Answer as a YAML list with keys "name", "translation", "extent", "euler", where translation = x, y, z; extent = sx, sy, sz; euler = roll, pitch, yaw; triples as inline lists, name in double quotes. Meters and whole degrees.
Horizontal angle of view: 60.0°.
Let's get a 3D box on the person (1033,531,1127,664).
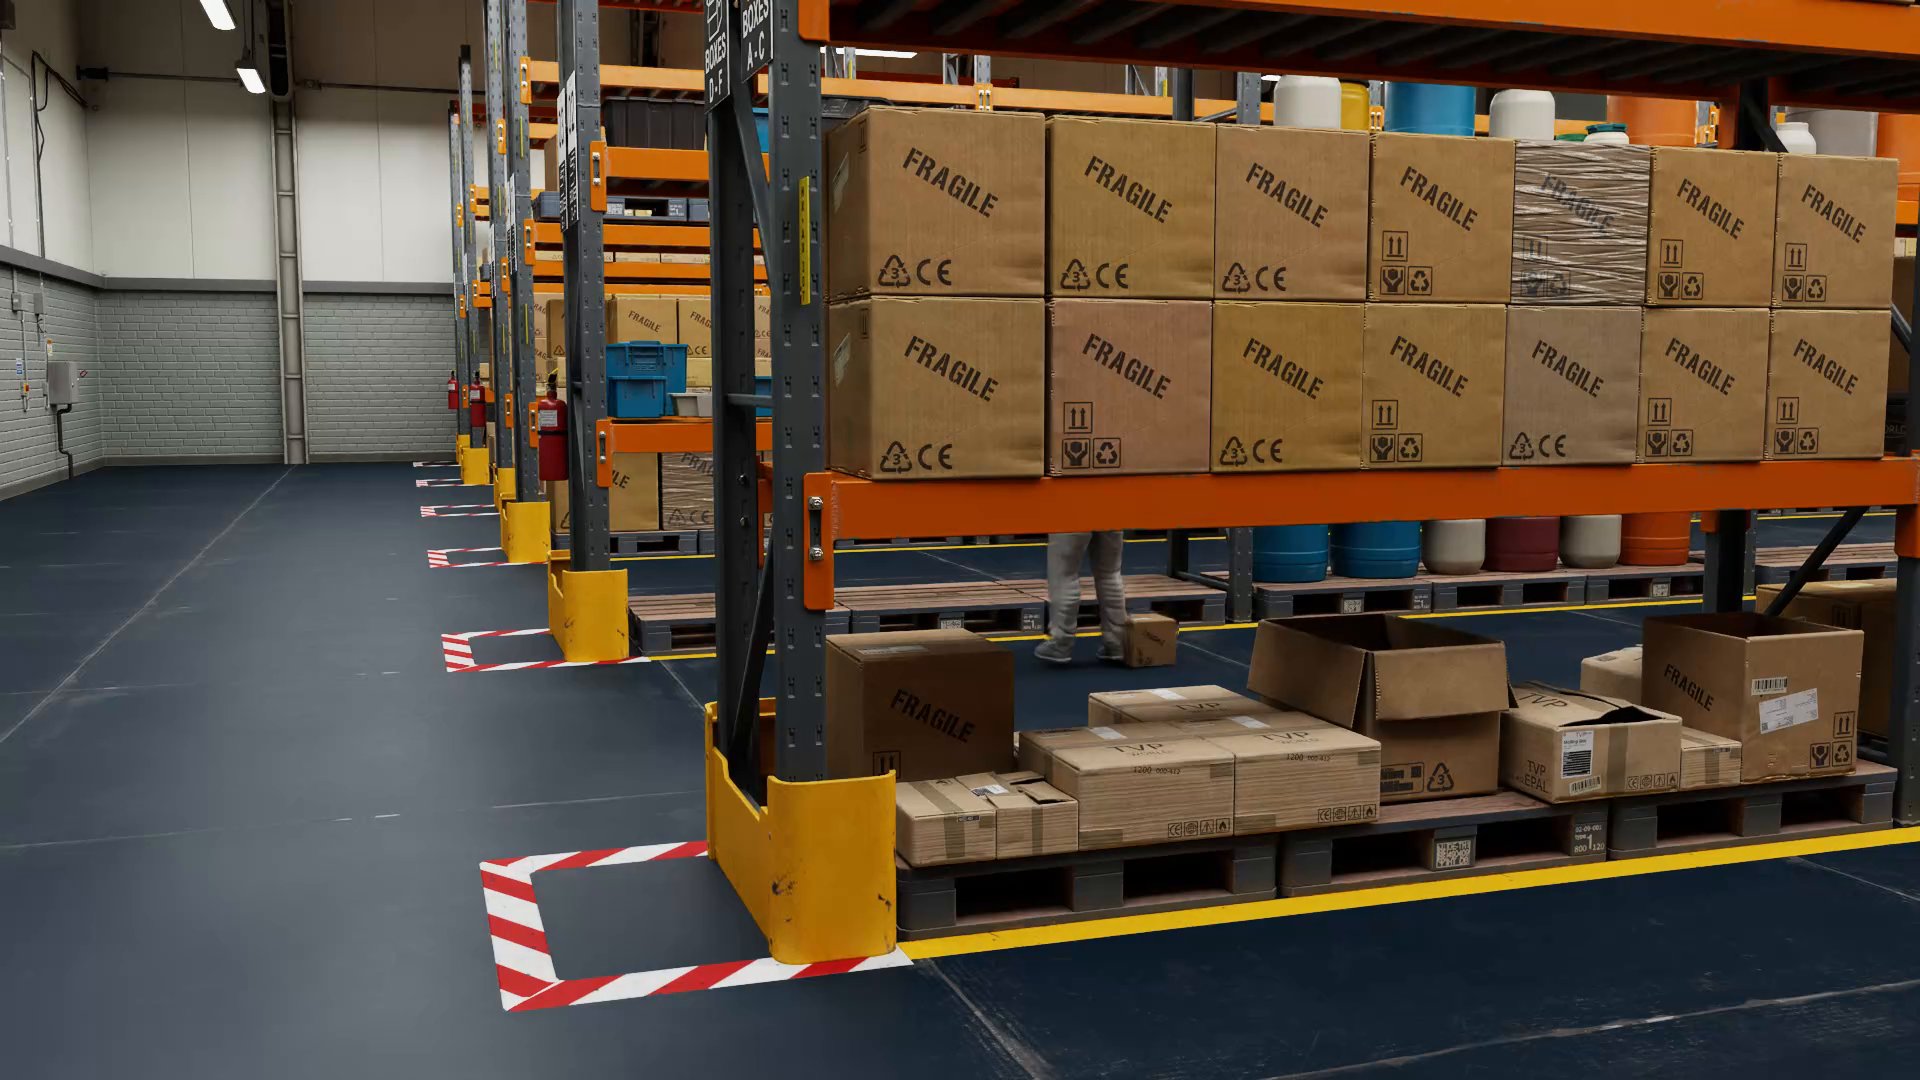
- name: "person"
  translation: [0.669, -0.165, 8.945]
  extent: [0.546, 1.673, 0.468]
  euler: [-6, 8, -44]
